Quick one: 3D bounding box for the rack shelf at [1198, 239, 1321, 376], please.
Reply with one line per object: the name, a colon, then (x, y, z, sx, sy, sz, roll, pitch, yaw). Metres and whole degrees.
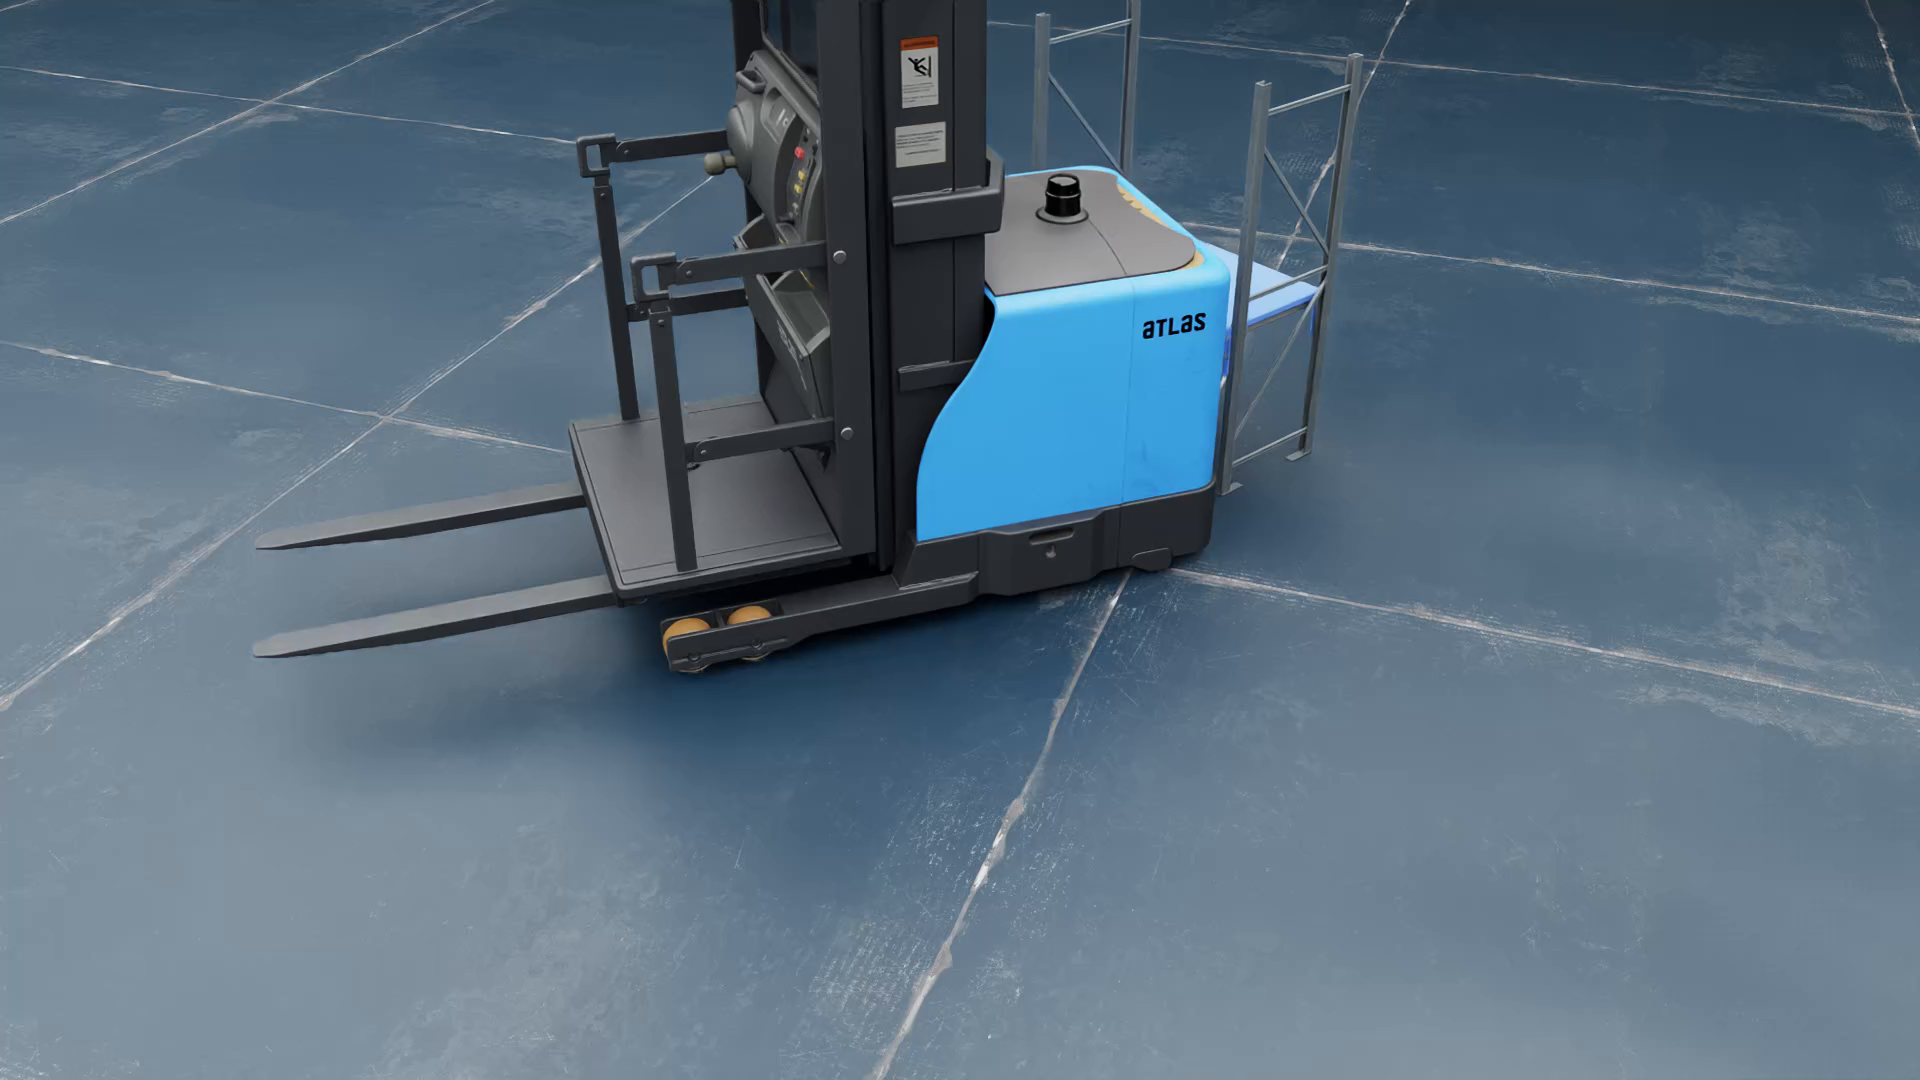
rack shelf: (0.795, -0.938, 6.151, 0.538, 0.185, 1.000, -25, 40, -33)

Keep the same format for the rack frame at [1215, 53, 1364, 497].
rack frame: (1.123, -0.878, 5.728, 0.500, 1.500, 0.032, -25, 40, -33)

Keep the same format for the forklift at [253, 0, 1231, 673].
forklift: (-0.726, -1.146, 4.823, 3.031, 2.935, 1.130, -11, 34, -16)

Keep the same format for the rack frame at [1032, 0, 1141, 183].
rack frame: (0.467, -1.300, 6.380, 0.500, 1.500, 0.032, -25, 40, -33)

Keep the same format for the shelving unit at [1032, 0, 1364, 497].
shelving unit: (0.795, -1.089, 6.054, 0.538, 1.500, 1.048, -25, 40, -33)
